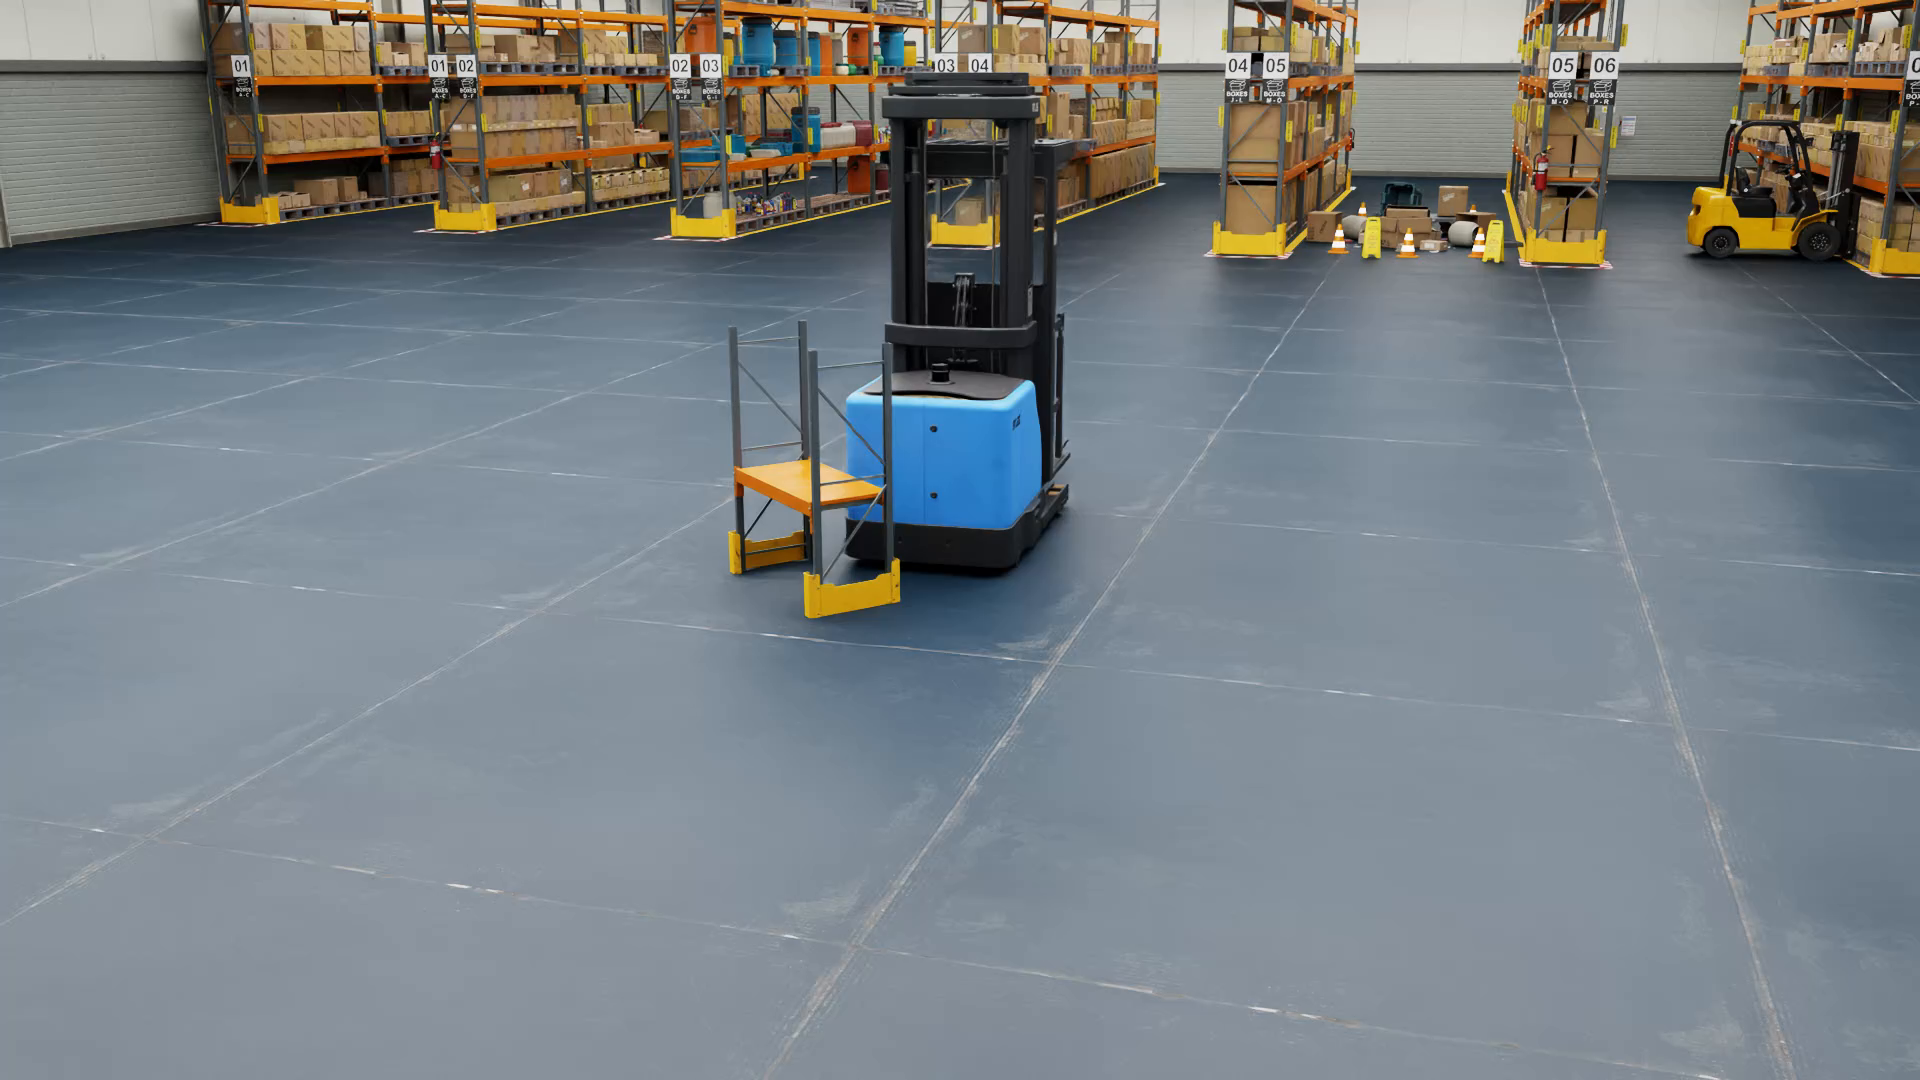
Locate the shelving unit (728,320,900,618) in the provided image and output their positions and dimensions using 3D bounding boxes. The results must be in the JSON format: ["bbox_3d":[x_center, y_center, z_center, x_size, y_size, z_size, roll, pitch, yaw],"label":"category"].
[{"bbox_3d":[-0.874,-0.448,9.662,0.587,1.500,1.083,-10,19,-31],"label":"shelving unit"}]

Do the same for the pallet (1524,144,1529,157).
[{"bbox_3d":[11.744,-7.655,32.672,1.213,0.211,1.003,5,16,16],"label":"pallet"}]

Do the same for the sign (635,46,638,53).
[{"bbox_3d":[-9.115,-13.741,46.803,0.100,0.325,0.005,5,16,16],"label":"sign"}]

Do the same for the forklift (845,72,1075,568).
[{"bbox_3d":[0.141,-1.601,11.103,1.130,2.935,3.031,4,16,13],"label":"forklift"}]

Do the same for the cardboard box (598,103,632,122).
[{"bbox_3d":[-9.766,-11.966,46.970,0.980,0.700,0.700,5,17,18],"label":"cardboard box"}]

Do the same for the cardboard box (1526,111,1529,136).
[{"bbox_3d":[11.495,-8.235,32.869,0.500,0.500,0.500,4,16,14],"label":"cardboard box"}]

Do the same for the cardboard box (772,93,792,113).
[{"bbox_3d":[-4.886,-11.832,45.031,0.500,0.500,0.500,5,17,17],"label":"cardboard box"}]

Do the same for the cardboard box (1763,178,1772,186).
[{"bbox_3d":[17.246,-7.355,35.074,0.500,0.500,0.500,4,16,15],"label":"cardboard box"}]

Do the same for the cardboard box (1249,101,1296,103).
[{"bbox_3d":[5.465,-7.467,29.405,0.875,0.550,0.550,5,16,16],"label":"cardboard box"}]

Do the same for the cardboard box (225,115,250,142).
[{"bbox_3d":[-14.248,-8.208,33.134,0.500,0.500,0.500,4,16,15],"label":"cardboard box"}]

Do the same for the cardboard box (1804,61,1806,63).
[{"bbox_3d":[16.567,-9.299,32.162,0.380,0.149,0.250,4,16,15],"label":"cardboard box"}]

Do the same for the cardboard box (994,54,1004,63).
[{"bbox_3d":[0.536,-8.295,28.623,0.380,0.149,0.250,5,17,17],"label":"cardboard box"}]

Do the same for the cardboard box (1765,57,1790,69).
[{"bbox_3d":[17.638,-10.264,35.753,0.500,0.250,0.500,5,16,16],"label":"cardboard box"}]

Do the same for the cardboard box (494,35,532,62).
[{"bbox_3d":[-8.693,-9.561,32.333,0.500,0.500,0.500,5,16,16],"label":"cardboard box"}]

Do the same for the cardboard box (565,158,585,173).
[{"bbox_3d":[-10.457,-10.096,44.740,0.700,0.500,0.500,5,17,17],"label":"cardboard box"}]

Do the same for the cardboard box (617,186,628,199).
[{"bbox_3d":[-7.647,-7.668,36.636,0.500,0.250,0.500,4,16,14],"label":"cardboard box"}]

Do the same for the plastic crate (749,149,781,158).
[{"bbox_3d":[-3.761,-7.477,32.176,0.530,0.136,0.437,5,16,16],"label":"plastic crate"}]

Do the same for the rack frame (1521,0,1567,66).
[{"bbox_3d":[14.118,-12.921,39.893,1.000,3.000,0.127,5,16,16],"label":"rack frame"}]

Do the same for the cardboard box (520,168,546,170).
[{"bbox_3d":[-8.857,-7.445,34.474,0.500,0.500,0.500,5,16,16],"label":"cardboard box"}]

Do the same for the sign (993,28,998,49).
[{"bbox_3d":[0.590,-8.439,27.986,0.100,0.325,0.005,5,16,16],"label":"sign"}]

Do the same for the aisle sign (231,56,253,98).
[{"bbox_3d":[-13.911,-8.978,32.223,0.394,0.787,0.004,5,16,16],"label":"aisle sign"}]

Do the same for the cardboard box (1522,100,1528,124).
[{"bbox_3d":[12.177,-9.023,35.128,0.500,0.500,0.500,4,16,15],"label":"cardboard box"}]

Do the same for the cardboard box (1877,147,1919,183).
[{"bbox_3d":[14.219,-5.662,25.112,0.500,0.500,0.500,4,16,15],"label":"cardboard box"}]

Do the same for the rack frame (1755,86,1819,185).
[{"bbox_3d":[17.741,-8.605,35.669,1.000,3.000,0.127,5,16,16],"label":"rack frame"}]

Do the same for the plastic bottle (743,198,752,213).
[{"bbox_3d":[-4.195,-6.605,32.804,0.152,0.276,0.135,5,16,16],"label":"plastic bottle"}]

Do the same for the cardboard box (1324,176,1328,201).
[{"bbox_3d":[7.655,-7.596,35.924,0.500,0.500,0.500,5,17,17],"label":"cardboard box"}]

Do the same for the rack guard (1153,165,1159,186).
[{"bbox_3d":[4.623,-9.607,43.784,1.175,0.500,0.348,5,16,16],"label":"rack guard"}]

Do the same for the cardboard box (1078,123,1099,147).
[{"bbox_3d":[2.742,-8.865,36.402,0.500,0.500,0.500,5,17,18],"label":"cardboard box"}]

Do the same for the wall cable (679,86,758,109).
[{"bbox_3d":[-7.681,-14.800,52.208,3.097,2.526,0.112,5,16,16],"label":"wall cable"}]

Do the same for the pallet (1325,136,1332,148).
[{"bbox_3d":[7.593,-8.728,36.456,1.003,0.211,1.213,5,16,16],"label":"pallet"}]

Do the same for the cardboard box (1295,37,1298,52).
[{"bbox_3d":[5.323,-8.210,27.557,0.500,0.250,0.500,4,16,15],"label":"cardboard box"}]

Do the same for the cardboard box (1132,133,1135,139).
[{"bbox_3d":[4.032,-9.825,40.433,0.380,0.149,0.250,5,17,18],"label":"cardboard box"}]

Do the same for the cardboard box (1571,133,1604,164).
[{"bbox_3d":[10.116,-6.278,26.739,0.500,0.500,0.500,5,17,18],"label":"cardboard box"}]

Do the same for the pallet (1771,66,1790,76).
[{"bbox_3d":[17.197,-9.520,33.745,1.213,0.211,1.003,5,16,16],"label":"pallet"}]

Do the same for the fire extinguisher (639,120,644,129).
[{"bbox_3d":[-9.146,-11.743,47.558,0.296,0.674,0.183,5,16,16],"label":"fire extinguisher"}]

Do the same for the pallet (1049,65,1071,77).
[{"bbox_3d":[1.484,-9.170,32.509,1.213,0.211,1.003,5,16,16],"label":"pallet"}]

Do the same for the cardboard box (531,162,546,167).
[{"bbox_3d":[-11.077,-9.664,42.575,0.750,0.750,0.750,5,17,18],"label":"cardboard box"}]

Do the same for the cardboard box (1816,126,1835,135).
[{"bbox_3d":[15.688,-7.390,30.016,0.380,0.149,0.250,4,16,14],"label":"cardboard box"}]

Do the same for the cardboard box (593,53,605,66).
[{"bbox_3d":[-7.953,-10.310,35.691,0.500,0.250,0.500,3,16,10],"label":"cardboard box"}]

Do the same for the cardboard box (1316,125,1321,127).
[{"bbox_3d":[7.400,-8.635,34.920,0.380,0.149,0.250,5,17,18],"label":"cardboard box"}]

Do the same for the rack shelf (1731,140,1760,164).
[{"bbox_3d":[18.310,-8.782,37.612,1.077,0.370,4.000,5,16,16],"label":"rack shelf"}]

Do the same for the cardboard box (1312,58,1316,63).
[{"bbox_3d":[6.581,-9.172,31.679,0.380,0.149,0.250,5,16,16],"label":"cardboard box"}]

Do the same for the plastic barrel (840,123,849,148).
[{"bbox_3d":[-2.613,-8.752,35.985,0.421,0.512,0.421,0,16,0],"label":"plastic barrel"}]

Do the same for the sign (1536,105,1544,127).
[{"bbox_3d":[9.045,-6.606,25.923,0.100,0.325,0.005,5,16,16],"label":"sign"}]

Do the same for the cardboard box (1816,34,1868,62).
[{"bbox_3d":[16.118,-8.989,30.391,0.700,0.500,0.500,4,16,15],"label":"cardboard box"}]

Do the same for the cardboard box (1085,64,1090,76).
[{"bbox_3d":[2.443,-9.938,35.148,0.500,0.250,0.500,5,16,16],"label":"cardboard box"}]

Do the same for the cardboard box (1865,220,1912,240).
[{"bbox_3d":[14.170,-4.736,25.384,0.500,0.250,0.500,4,16,15],"label":"cardboard box"}]

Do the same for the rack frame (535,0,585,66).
[{"bbox_3d":[-8.291,-11.319,34.246,1.000,3.000,0.127,5,16,16],"label":"rack frame"}]

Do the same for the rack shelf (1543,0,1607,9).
[{"bbox_3d":[10.139,-8.911,27.078,1.077,0.370,4.000,5,16,16],"label":"rack shelf"}]

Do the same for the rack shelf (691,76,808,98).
[{"bbox_3d":[-4.111,-8.622,31.551,1.077,0.370,4.000,5,16,16],"label":"rack shelf"}]

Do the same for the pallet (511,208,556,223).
[{"bbox_3d":[-8.901,-6.567,33.594,1.003,0.211,1.213,5,16,16],"label":"pallet"}]

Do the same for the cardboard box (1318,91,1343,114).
[{"bbox_3d":[8.568,-10.117,38.441,0.500,0.500,0.500,5,17,17],"label":"cardboard box"}]

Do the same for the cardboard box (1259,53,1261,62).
[{"bbox_3d":[4.927,-8.224,28.339,0.380,0.149,0.250,5,17,16],"label":"cardboard box"}]

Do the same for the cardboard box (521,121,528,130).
[{"bbox_3d":[-8.745,-8.170,32.764,0.380,0.149,0.250,4,16,15],"label":"cardboard box"}]
